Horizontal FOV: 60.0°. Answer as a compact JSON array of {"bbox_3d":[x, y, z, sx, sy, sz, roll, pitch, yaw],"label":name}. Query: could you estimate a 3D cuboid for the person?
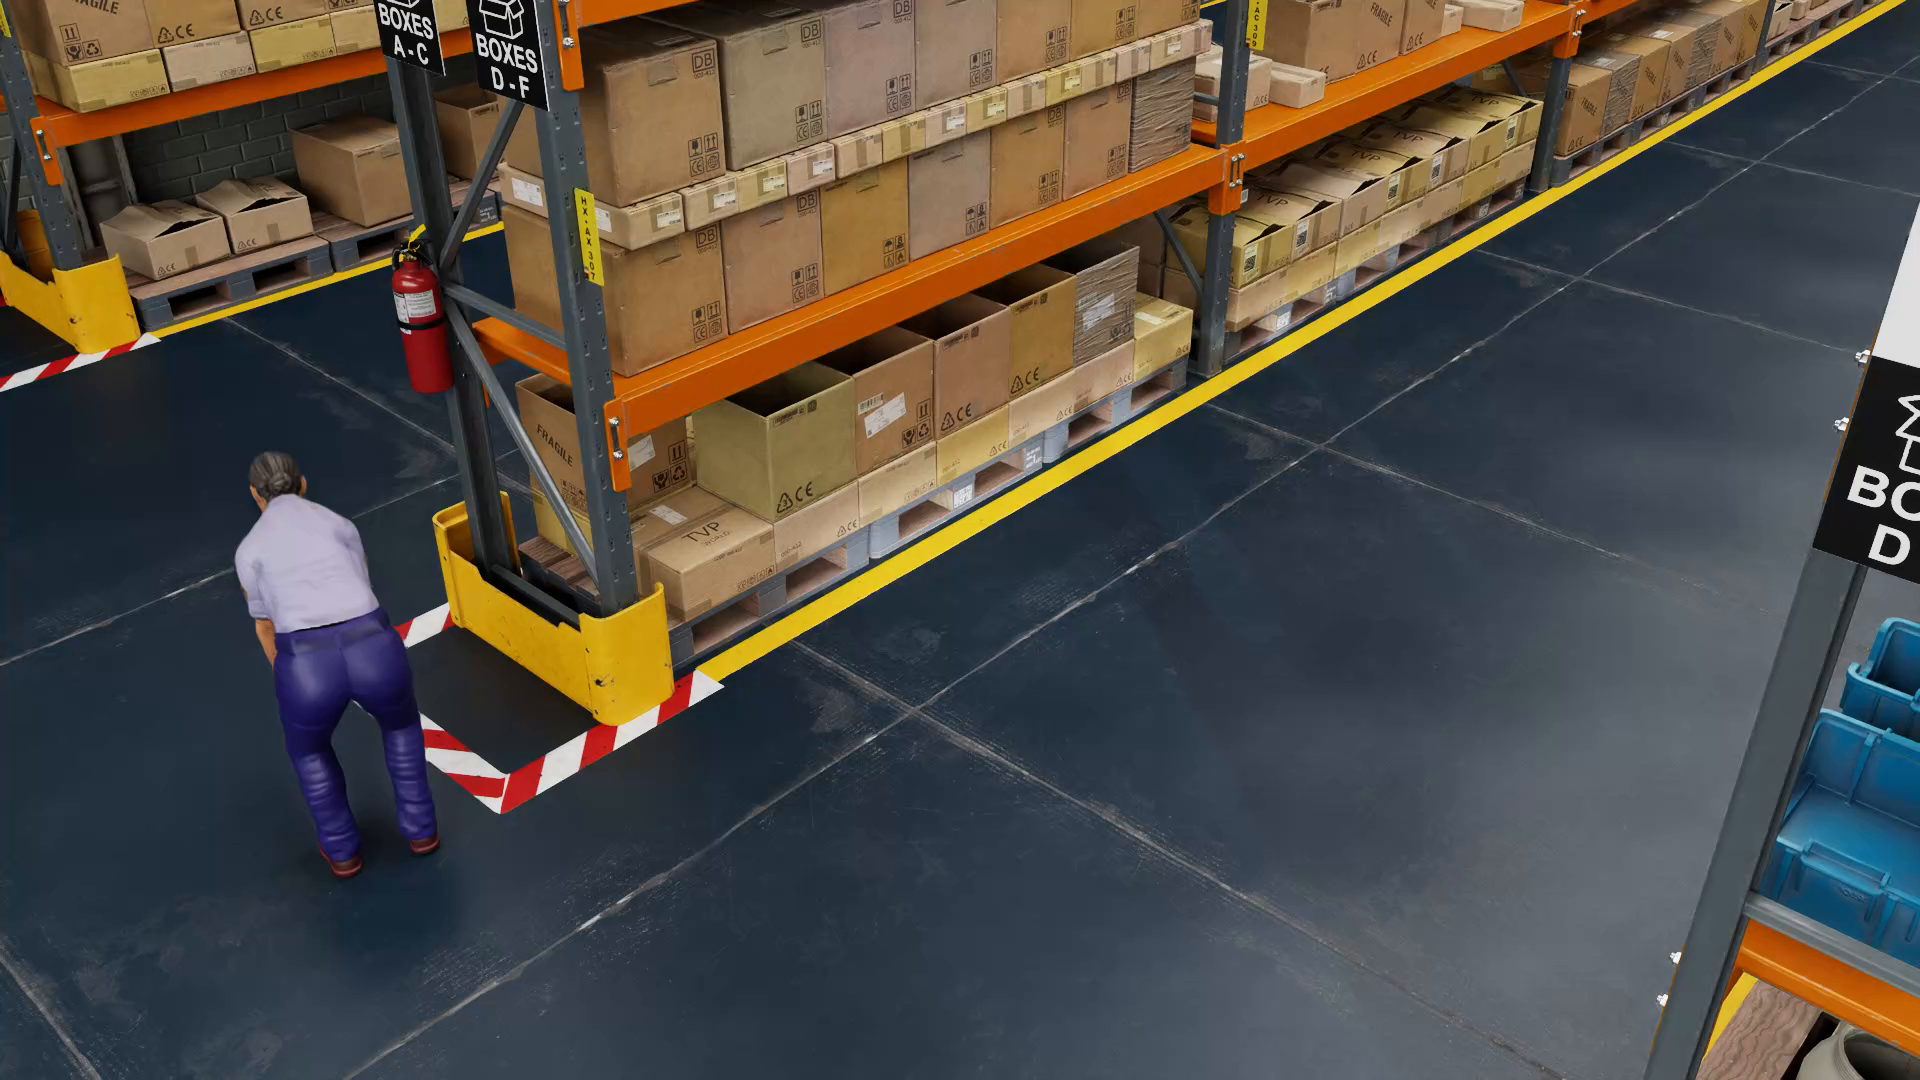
[{"bbox_3d":[-2.146,0.427,5.716,0.451,1.380,0.783,-16,35,-24],"label":"person"}]
